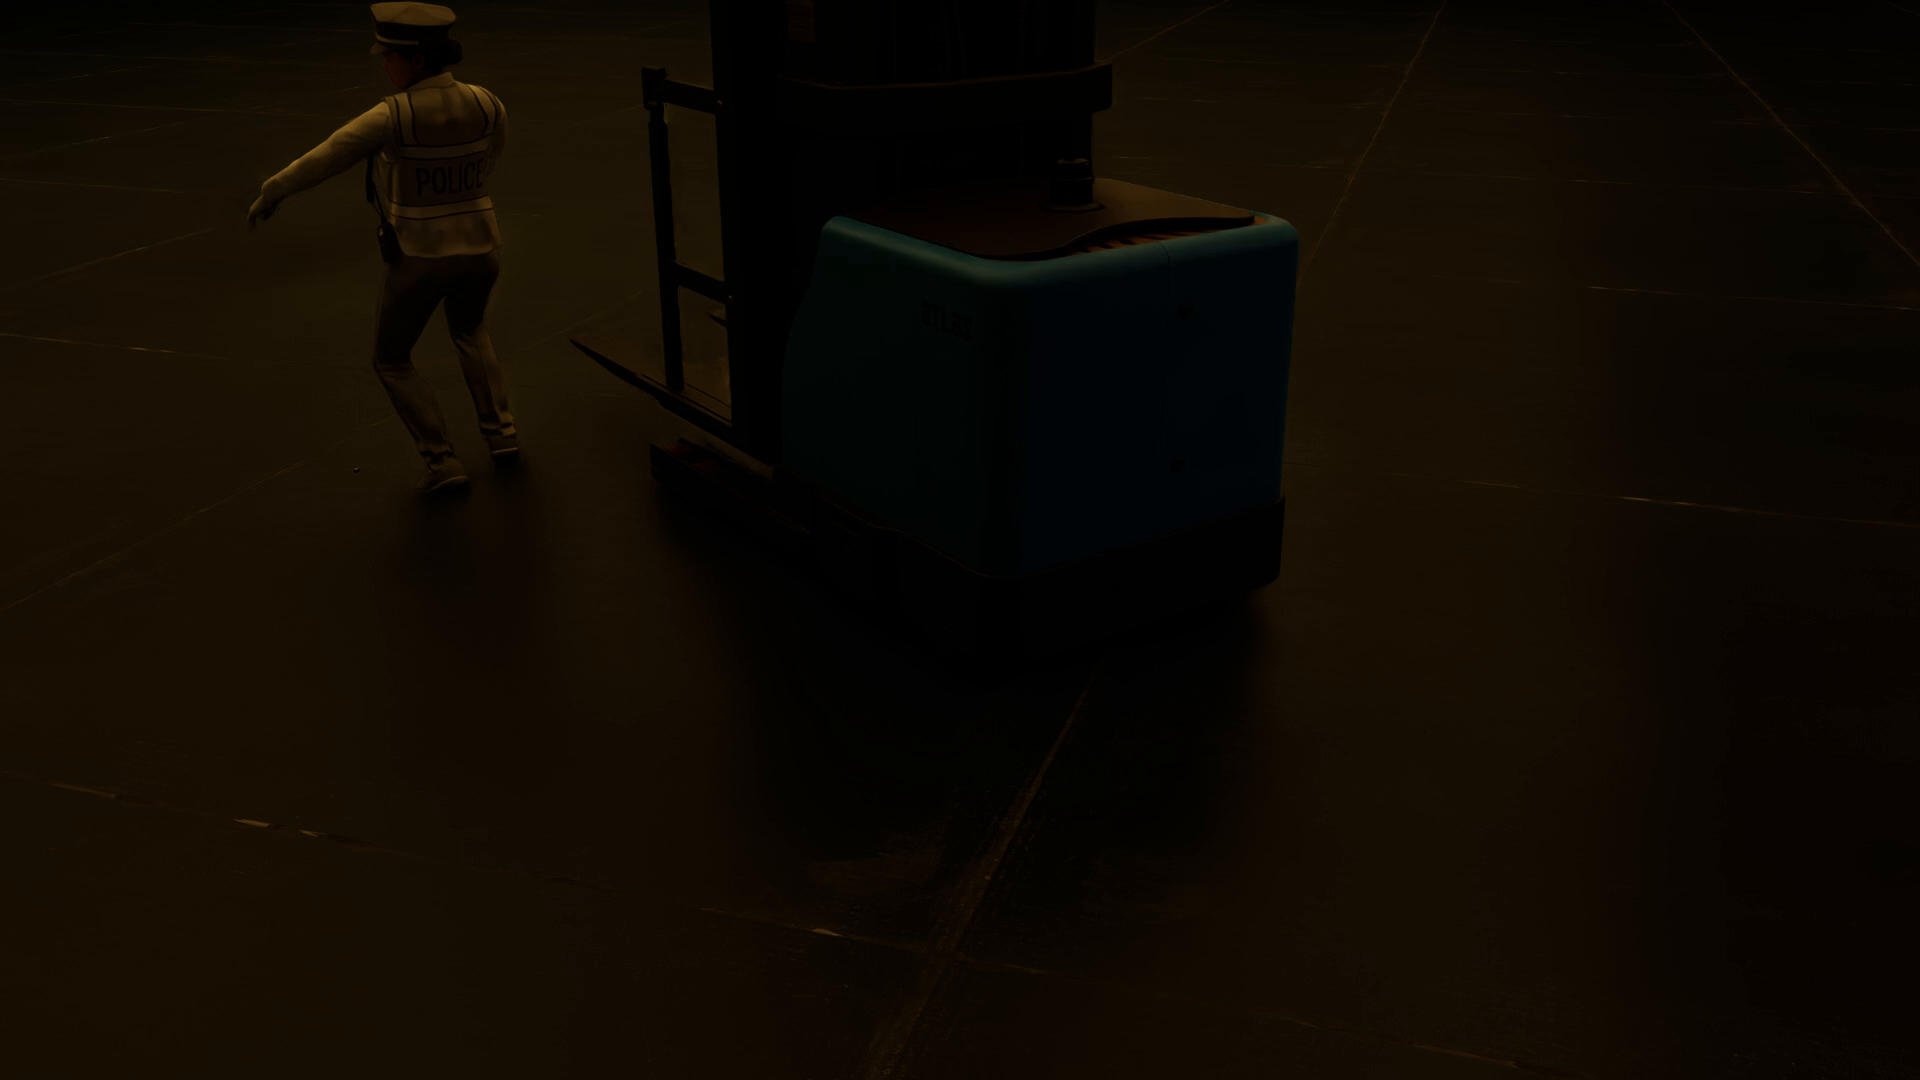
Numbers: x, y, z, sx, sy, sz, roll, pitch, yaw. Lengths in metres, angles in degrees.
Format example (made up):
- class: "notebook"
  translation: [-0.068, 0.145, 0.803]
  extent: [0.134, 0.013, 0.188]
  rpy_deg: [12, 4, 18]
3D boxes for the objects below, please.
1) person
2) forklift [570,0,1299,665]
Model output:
- class: "person"
  translation: [-1.801, -0.912, 5.413]
  extent: [0.615, 1.614, 0.810]
  rpy_deg: [20, 30, 40]
- class: "forklift"
  translation: [-0.363, -1.543, 5.017]
  extent: [1.130, 2.935, 3.031]
  rpy_deg: [-15, 27, -33]
